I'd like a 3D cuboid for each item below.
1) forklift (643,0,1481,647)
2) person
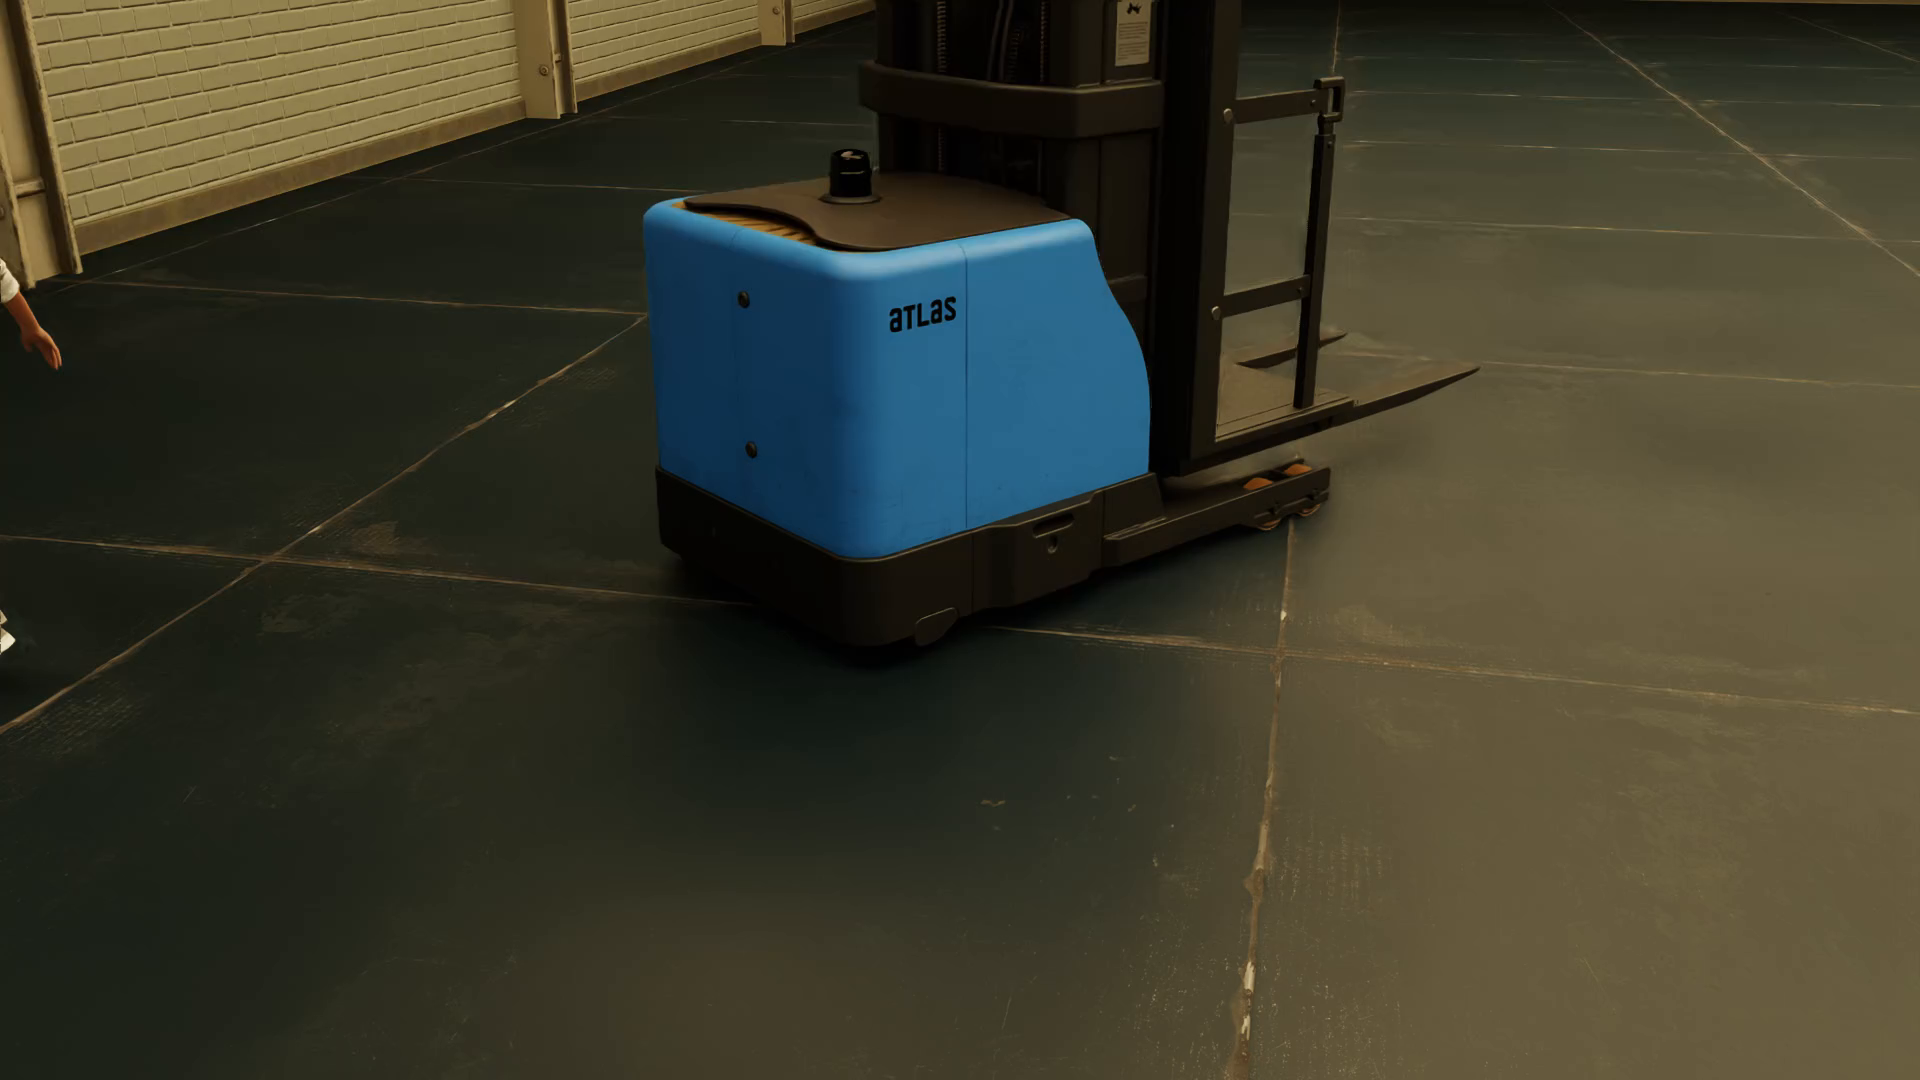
[{"bbox_3d":[0.557,-1.520,4.994,3.031,2.935,1.130,-18,28,-37],"label":"forklift"},{"bbox_3d":[-2.659,-0.375,4.148,0.775,1.474,0.744,17,28,36],"label":"person"}]
